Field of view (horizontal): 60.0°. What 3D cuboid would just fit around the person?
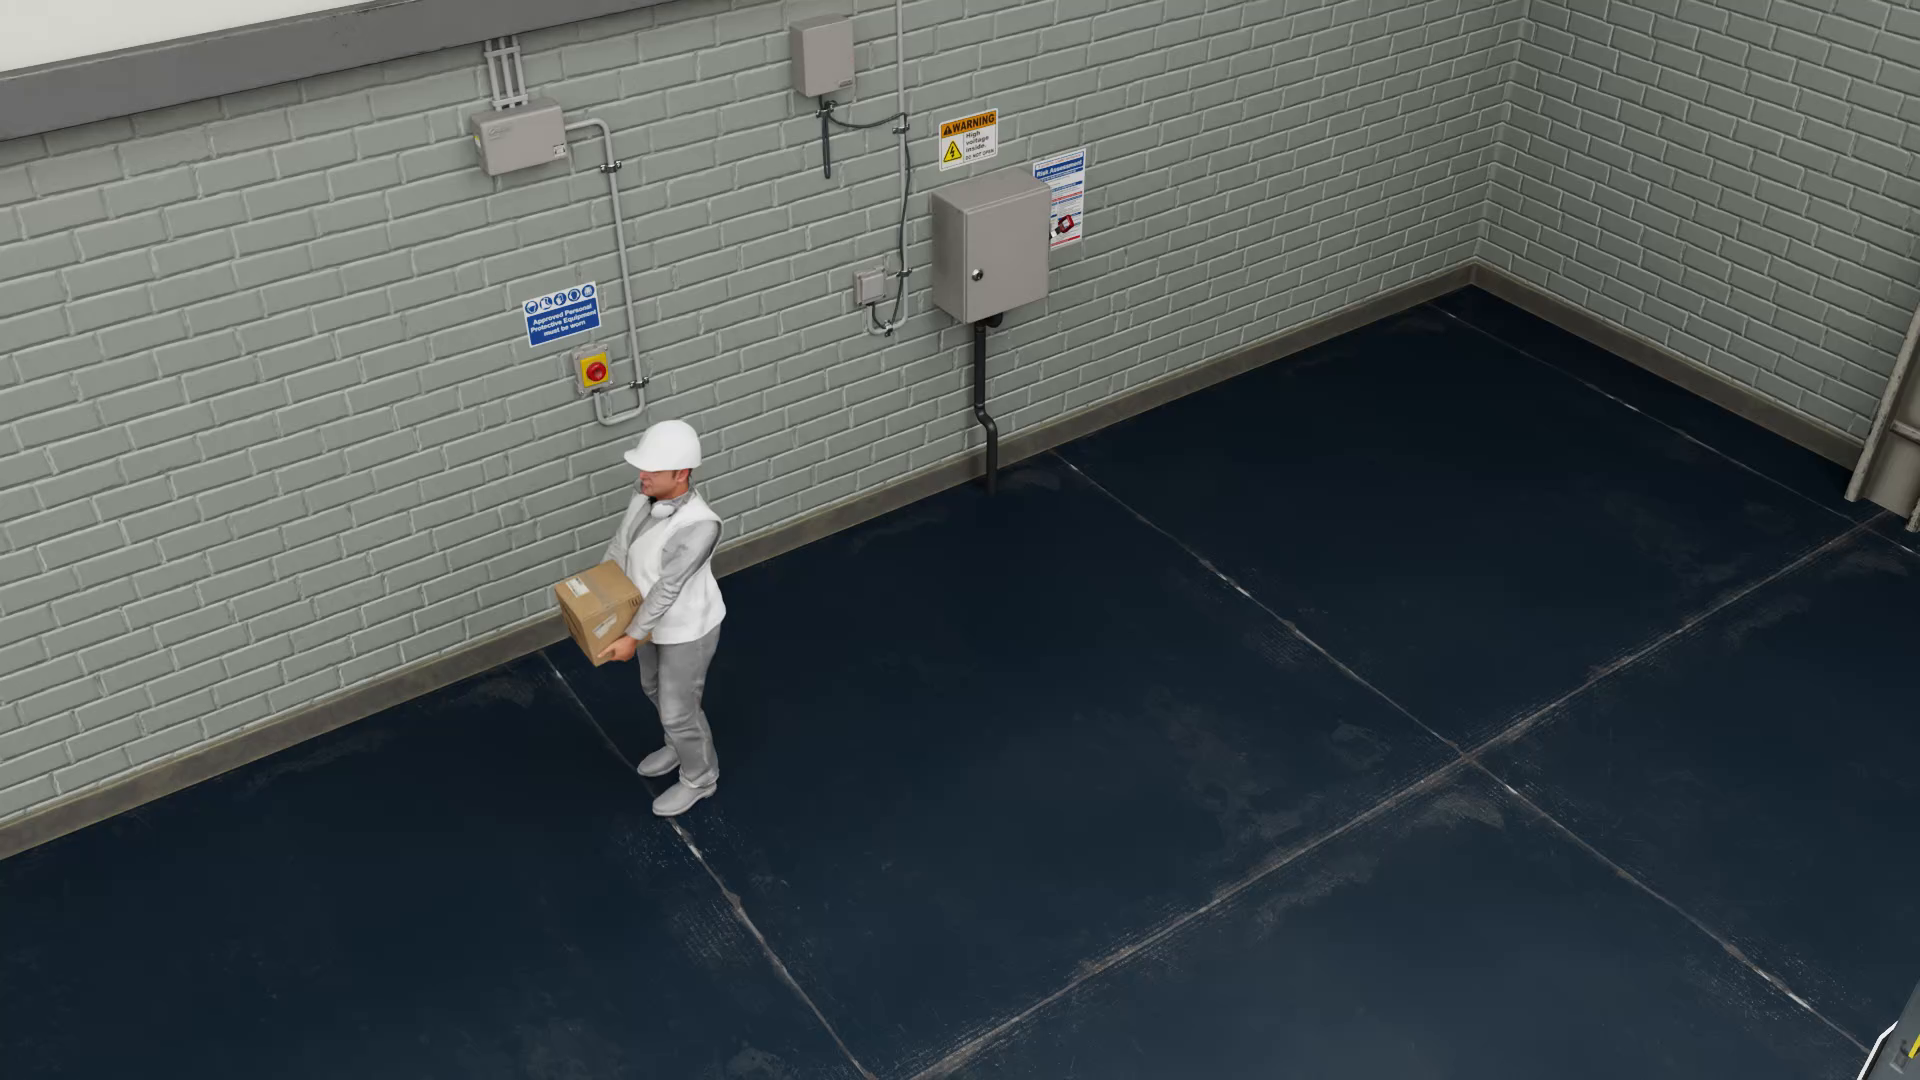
[{"bbox_3d":[-1.204,0.337,6.525,0.556,1.764,0.494,-22,41,-27],"label":"person"}]
